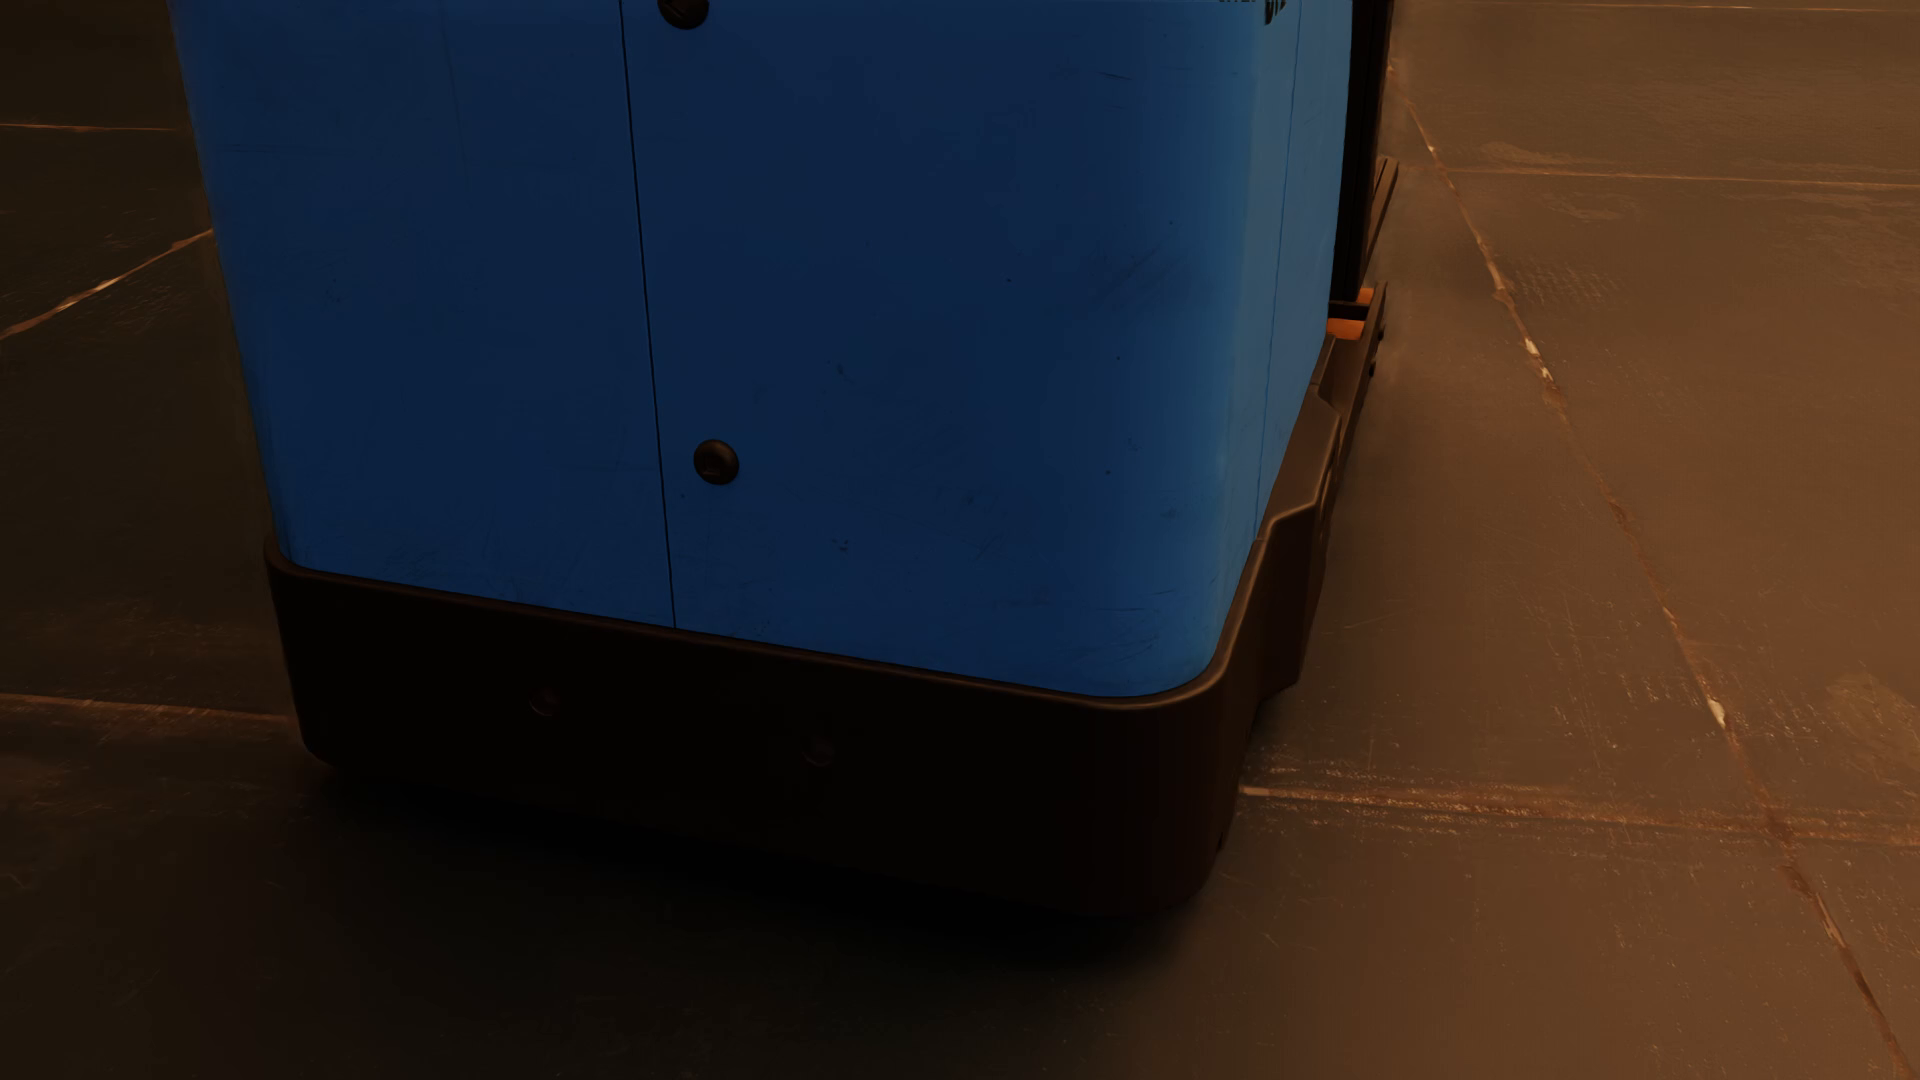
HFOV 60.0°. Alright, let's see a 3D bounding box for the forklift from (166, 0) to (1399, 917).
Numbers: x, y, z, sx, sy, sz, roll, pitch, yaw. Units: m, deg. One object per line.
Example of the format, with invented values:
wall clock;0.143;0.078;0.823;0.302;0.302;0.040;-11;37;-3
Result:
forklift;0.171;-1.585;2.393;1.130;2.935;3.031;8;28;15
